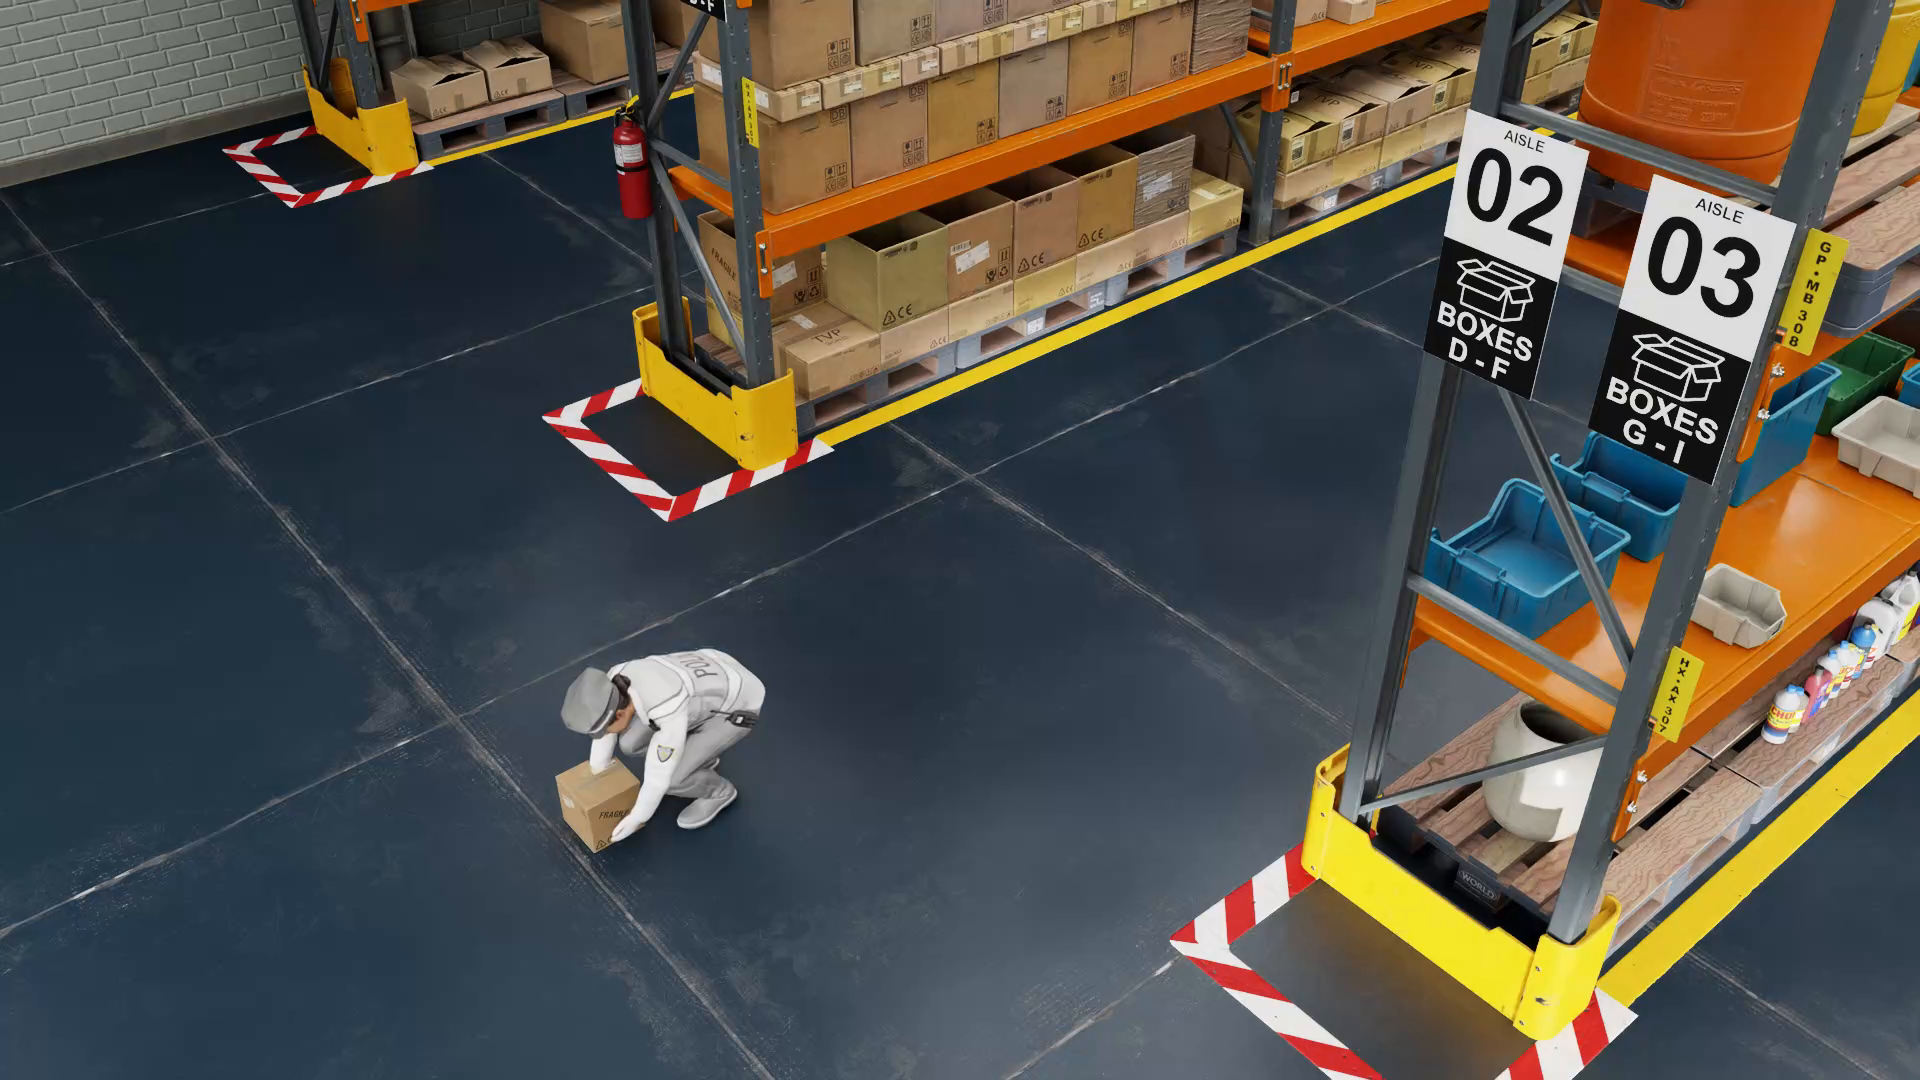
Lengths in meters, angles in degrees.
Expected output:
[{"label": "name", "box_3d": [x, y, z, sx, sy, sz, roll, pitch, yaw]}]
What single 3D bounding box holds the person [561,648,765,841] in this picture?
[{"label": "person", "box_3d": [-1.187, 0.757, 6.694, 0.857, 0.899, 0.489, -26, 44, -31]}]
